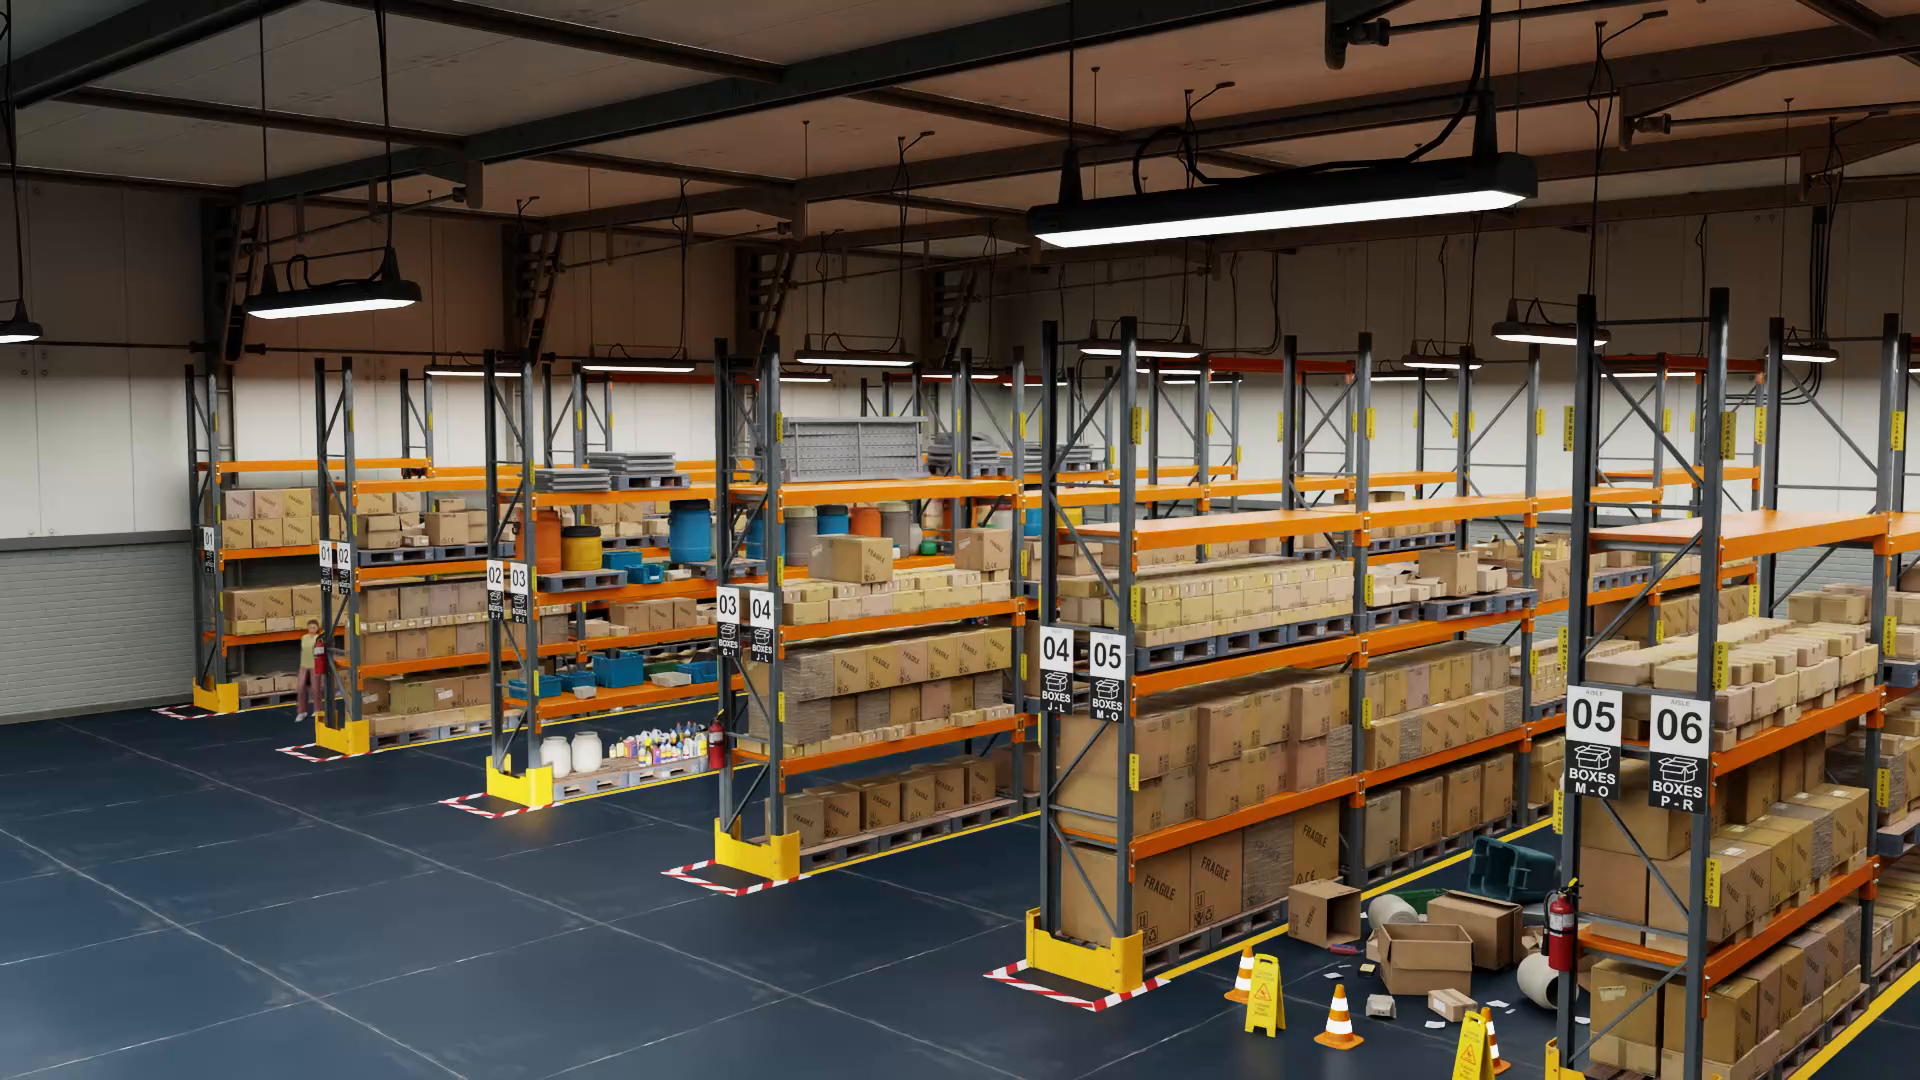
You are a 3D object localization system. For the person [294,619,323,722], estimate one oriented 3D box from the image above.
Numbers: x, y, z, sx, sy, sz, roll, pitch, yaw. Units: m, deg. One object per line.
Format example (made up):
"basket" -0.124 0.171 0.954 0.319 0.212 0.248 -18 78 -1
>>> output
"person" -10.968 2.201 28.057 0.470 1.721 0.591 0 4 1

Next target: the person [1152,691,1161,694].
"person" 2.539 2.673 21.468 0.624 1.758 0.602 -3 5 -31

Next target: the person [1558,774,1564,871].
"person" 6.987 2.965 18.504 0.691 1.581 0.530 -4 6 -44
